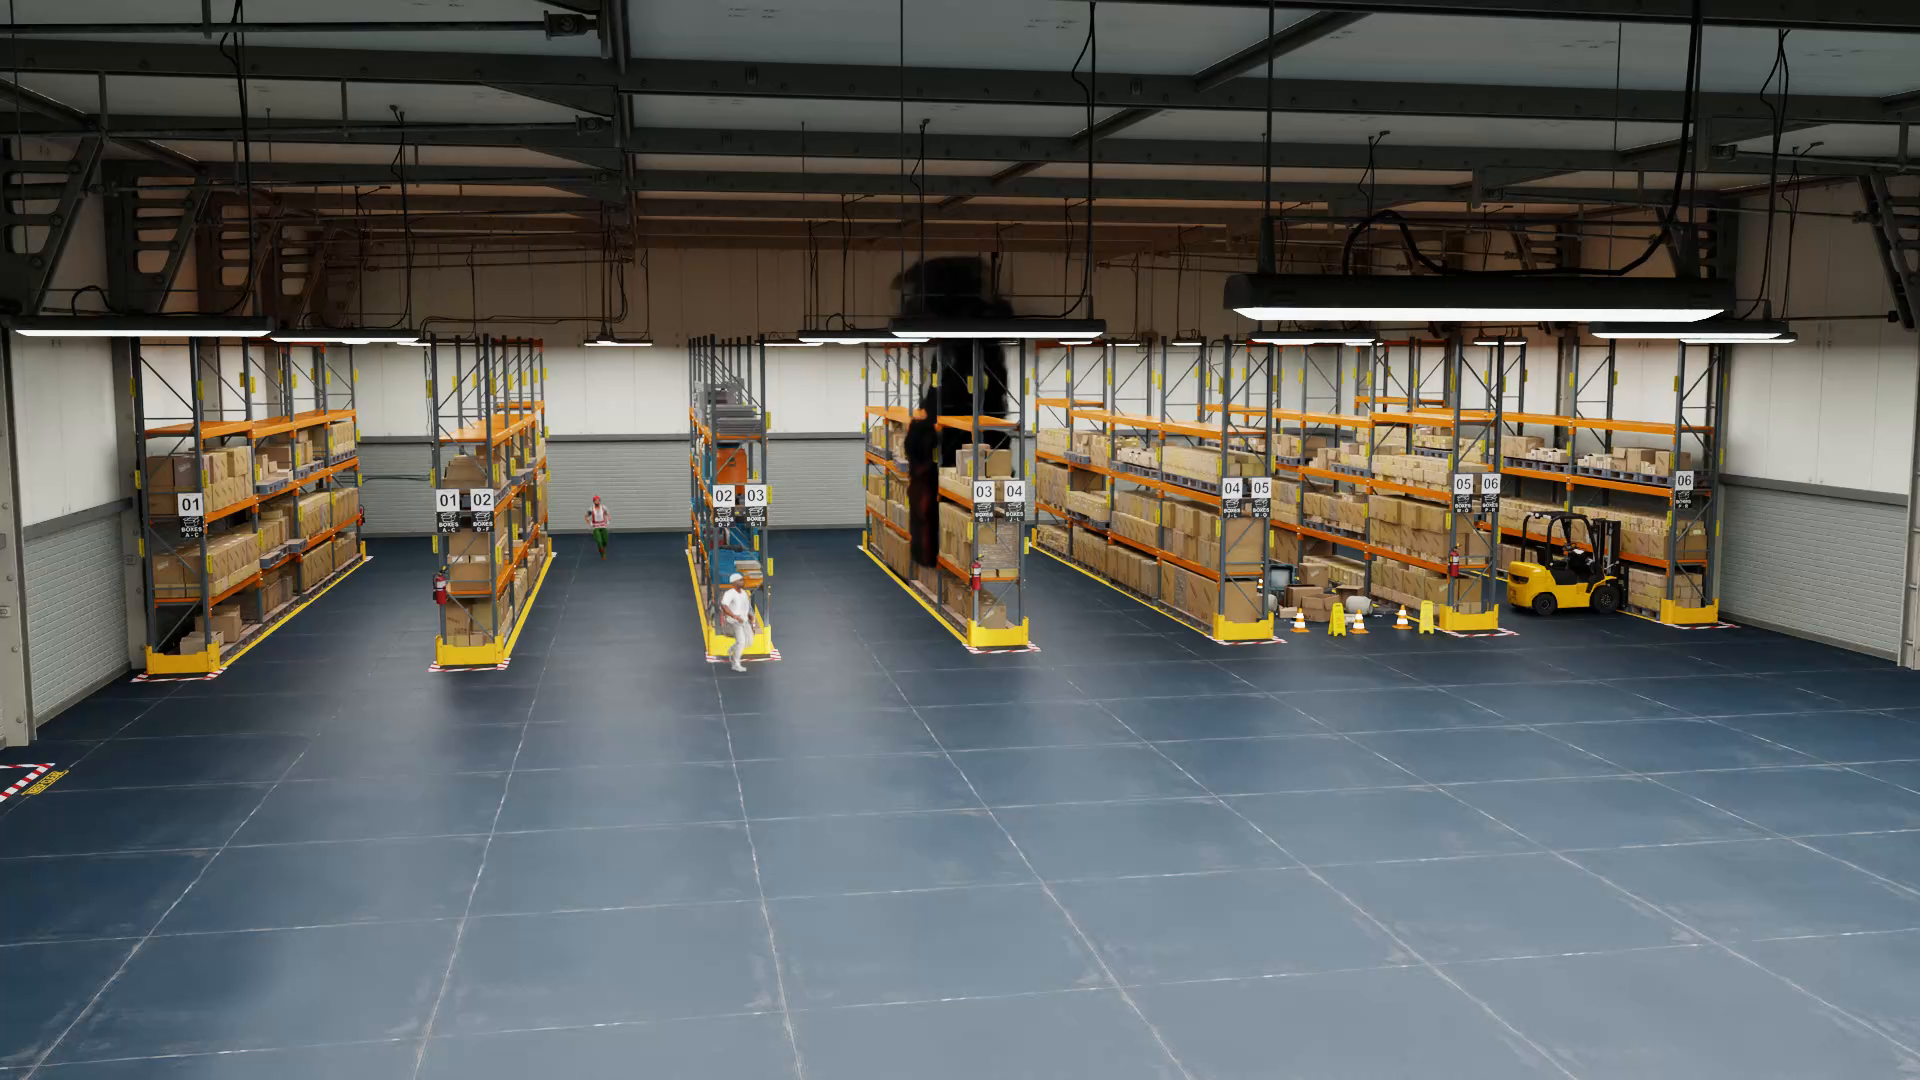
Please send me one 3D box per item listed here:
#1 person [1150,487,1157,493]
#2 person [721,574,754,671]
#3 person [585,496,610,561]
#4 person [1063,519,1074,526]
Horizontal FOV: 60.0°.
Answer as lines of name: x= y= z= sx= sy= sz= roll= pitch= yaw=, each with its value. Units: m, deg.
person: x=5.864 y=-0.892 z=50.670 sx=0.668 sy=1.637 sz=0.592 roll=0 pitch=7 yaw=-4
person: x=-3.973 y=1.466 z=29.830 sx=0.535 sy=1.735 sz=0.763 roll=4 pitch=7 yaw=28
person: x=-9.874 y=-0.332 z=45.366 sx=0.676 sy=1.753 sz=0.732 roll=-3 pitch=7 yaw=-22
person: x=3.298 y=-0.876 z=50.351 sx=0.681 sy=1.742 sz=0.553 roll=-4 pitch=8 yaw=-31
